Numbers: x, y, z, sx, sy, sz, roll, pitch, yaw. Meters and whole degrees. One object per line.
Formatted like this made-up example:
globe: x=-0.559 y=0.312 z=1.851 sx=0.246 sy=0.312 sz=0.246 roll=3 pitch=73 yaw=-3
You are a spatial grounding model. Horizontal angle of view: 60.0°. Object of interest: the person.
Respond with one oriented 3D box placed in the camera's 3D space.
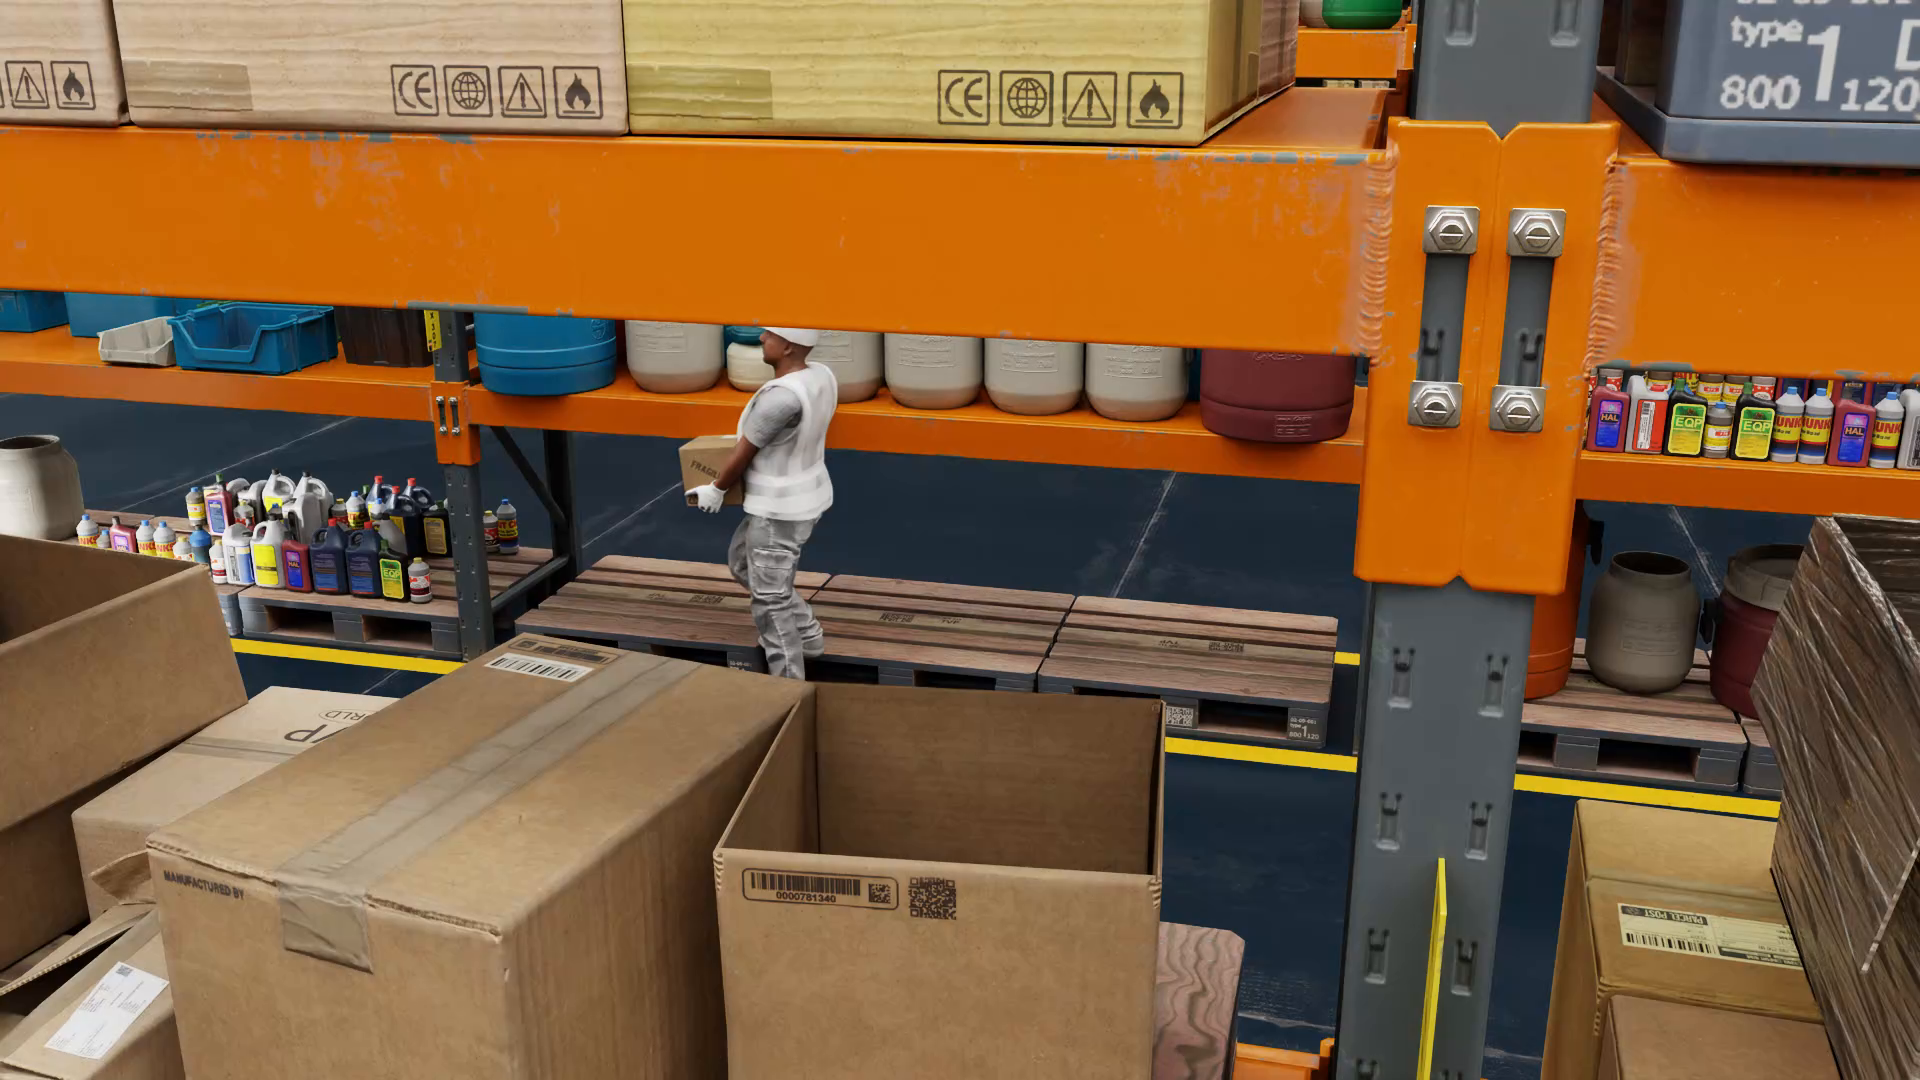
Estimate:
person: x=-0.821 y=-0.125 z=6.918 sx=0.584 sy=1.778 sz=0.487 roll=5 pitch=19 yaw=14
